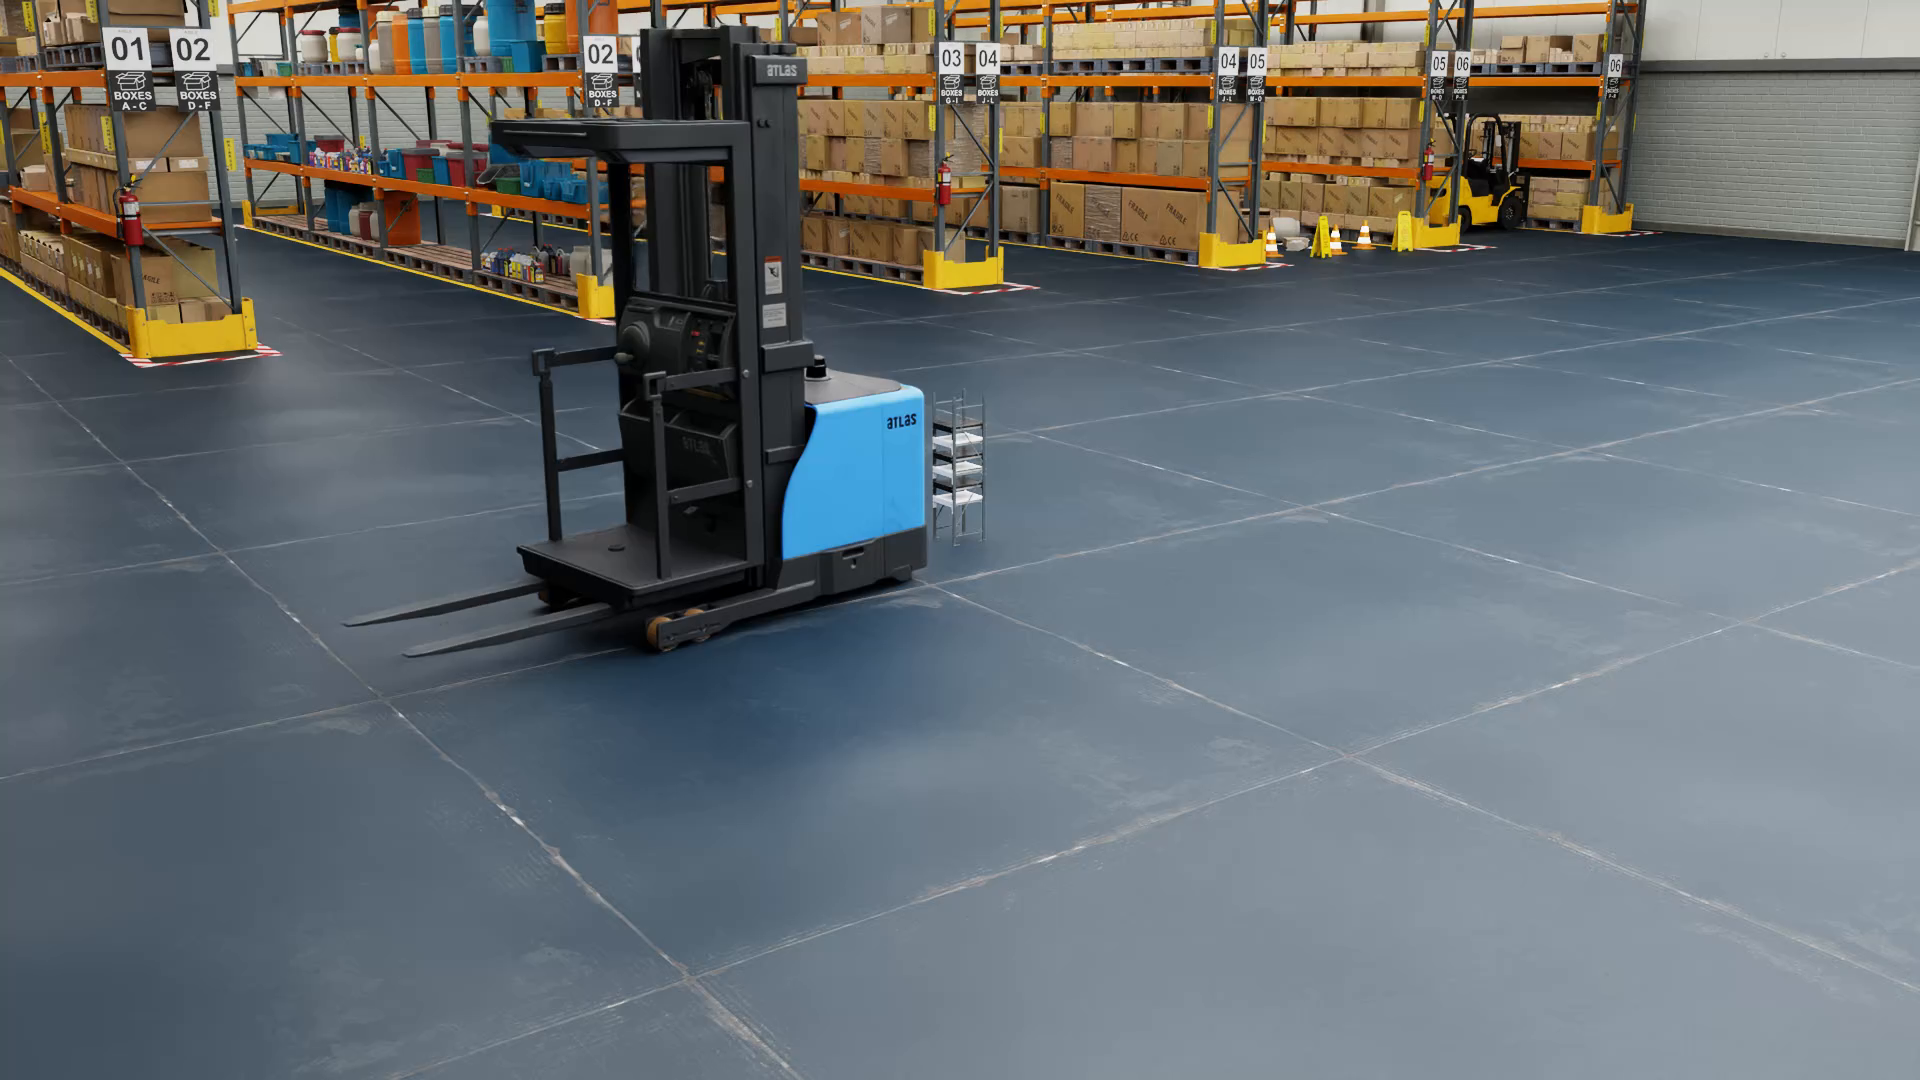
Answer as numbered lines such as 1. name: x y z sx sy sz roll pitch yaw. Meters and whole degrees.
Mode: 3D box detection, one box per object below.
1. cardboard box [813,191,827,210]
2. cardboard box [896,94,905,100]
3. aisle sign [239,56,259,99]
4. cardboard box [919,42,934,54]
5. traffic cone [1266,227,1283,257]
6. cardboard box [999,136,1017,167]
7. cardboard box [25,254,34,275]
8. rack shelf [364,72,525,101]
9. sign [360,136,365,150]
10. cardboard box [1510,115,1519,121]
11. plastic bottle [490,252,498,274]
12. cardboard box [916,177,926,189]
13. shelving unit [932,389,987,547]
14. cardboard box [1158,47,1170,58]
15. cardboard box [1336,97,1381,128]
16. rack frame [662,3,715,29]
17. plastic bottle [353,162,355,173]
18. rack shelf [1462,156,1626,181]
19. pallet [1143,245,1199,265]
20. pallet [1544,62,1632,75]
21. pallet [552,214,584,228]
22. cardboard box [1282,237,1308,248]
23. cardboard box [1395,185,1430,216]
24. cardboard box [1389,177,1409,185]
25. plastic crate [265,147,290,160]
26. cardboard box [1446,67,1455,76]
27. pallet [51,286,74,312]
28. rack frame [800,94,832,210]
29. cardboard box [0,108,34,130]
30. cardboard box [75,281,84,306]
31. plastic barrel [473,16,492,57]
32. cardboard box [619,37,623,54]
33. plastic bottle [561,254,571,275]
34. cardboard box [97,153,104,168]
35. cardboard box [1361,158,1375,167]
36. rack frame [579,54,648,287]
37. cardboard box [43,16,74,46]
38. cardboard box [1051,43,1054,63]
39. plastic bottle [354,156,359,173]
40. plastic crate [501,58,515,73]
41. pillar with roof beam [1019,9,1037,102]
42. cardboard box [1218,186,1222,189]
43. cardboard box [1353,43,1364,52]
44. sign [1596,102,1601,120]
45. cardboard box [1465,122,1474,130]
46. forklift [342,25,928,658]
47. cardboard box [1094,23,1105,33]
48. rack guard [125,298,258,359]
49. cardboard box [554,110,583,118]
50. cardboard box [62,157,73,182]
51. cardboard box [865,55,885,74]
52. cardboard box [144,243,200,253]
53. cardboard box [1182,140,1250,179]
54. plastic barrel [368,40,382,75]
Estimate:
1. cardboard box: -2.668 -7.046 34.079 0.500 0.500 0.500 -10 18 -32
2. cardboard box: -1.310 -10.617 39.873 0.380 0.149 0.250 -10 18 -33
3. aisle sign: -13.600 -8.809 31.653 0.394 0.787 0.004 -11 19 -35
4. cardboard box: -0.319 -6.515 22.046 0.380 0.149 0.250 -11 19 -35
5. traffic cone: 5.004 -4.796 26.723 0.336 0.463 0.334 -11 19 -35
6. cardboard box: 0.996 -6.766 28.926 0.500 0.500 0.500 -11 19 -35
7. cardboard box: -12.256 -3.721 22.402 0.500 0.250 0.500 -12 19 -36
8. rack shelf: -7.438 -6.550 24.006 1.077 0.370 4.000 -11 19 -35
9. sign: -10.520 -6.950 29.262 0.100 0.325 0.005 -11 19 -35
10. cardboard box: 10.838 -8.122 32.088 0.380 0.149 0.250 -11 19 -34
11. plastic bottle: -6.217 -3.721 22.314 0.152 0.276 0.135 -10 18 -33
12. cardboard box: -0.385 -4.899 22.769 0.380 0.149 0.250 -11 19 -35
13. shelving unit: -0.005 -0.436 9.964 0.258 0.900 0.210 -11 19 -35
14. cardboard box: 3.251 -7.444 25.399 0.380 0.149 0.250 -11 19 -34
15. cardboard box: 6.961 -7.427 28.884 0.700 0.500 0.500 -11 19 -35
16. rack frame: -4.607 -9.540 27.884 1.000 3.000 0.127 -11 19 -35
17. plastic bottle: -9.672 -5.982 26.628 0.097 0.201 0.097 0 15 0
18. rack shelf: 10.949 -7.327 32.528 1.077 0.370 4.000 -11 19 -35
19. pallet: 3.634 -4.500 26.116 1.003 0.211 1.213 -11 19 -35
20. pallet: 11.730 -8.806 31.055 1.003 0.211 1.213 -11 19 -35
21. pallet: -7.343 -6.330 32.803 1.003 0.211 1.213 -11 19 -35
22. cardboard box: 5.708 -5.067 28.308 0.380 0.149 0.250 -2 15 -6
23. cardboard box: 7.847 -5.934 29.068 0.500 0.500 0.500 -12 19 -36
24. cardboard box: 9.457 -7.268 34.652 0.875 0.625 0.625 -10 18 -32
25. plastic crate: -12.488 -7.085 30.482 0.416 0.233 0.300 -11 19 -35
26. cardboard box: 8.180 -7.923 28.135 0.380 0.149 0.250 -11 19 -34
27. pallet: -10.735 -3.061 20.861 1.003 0.211 1.213 -11 19 -35
28. rack frame: -2.888 -8.248 34.531 1.000 3.000 0.127 -11 19 -35
29. cardboard box: -15.024 -6.638 26.564 0.500 0.500 0.500 -10 18 -33
30. cardboard box: -9.953 -2.878 19.321 0.500 0.250 0.500 -11 19 -35
31. plastic barrel: -6.168 -6.604 21.833 0.421 0.512 0.421 0 15 0
32. cardboard box: -5.826 -8.778 29.793 0.797 0.503 0.637 -11 19 -35
33. plastic bottle: -5.255 -3.684 22.178 0.152 0.276 0.135 -10 18 -34
34. cardboard box: -9.060 -4.090 17.920 0.380 0.149 0.250 -10 18 -33
35. cardboard box: 7.172 -6.547 28.789 0.380 0.149 0.250 -10 18 -34
36. rack frame: -3.910 -4.169 19.626 1.000 3.000 0.127 -11 19 -35
37. cardboard box: -9.870 -5.665 18.519 0.500 0.311 0.500 -12 19 -38
38. cardboard box: 2.138 -10.213 35.042 0.500 0.500 0.500 -11 19 -34
39. plastic bottle: -9.614 -5.995 26.542 0.097 0.271 0.097 0 15 0
40. plastic crate: -5.554 -5.988 20.993 0.336 0.188 0.450 -11 19 -35
41. pillar with roof beam: -1.621 -13.605 42.737 9.100 9.000 0.400 -11 19 -35
42. cardboard box: 6.083 -8.337 38.795 0.500 0.500 0.500 -12 19 -37
43. cardboard box: 7.011 -8.501 28.736 0.380 0.149 0.250 -12 19 -36
44. sign: 11.678 -7.839 30.392 0.100 0.325 0.005 -11 19 -35
45. cardboard box: 10.162 -8.183 32.874 0.380 0.149 0.250 -10 18 -33
46. forklift: -1.587 -1.025 8.270 3.031 2.935 1.130 -14 21 -42
47. cardboard box: 2.356 -8.153 26.482 0.380 0.149 0.250 -11 19 -34
48. rack guard: -7.905 -2.190 17.131 1.175 0.500 0.348 -11 19 -35
49. cardboard box: -7.446 -7.990 31.886 0.500 0.500 0.500 -10 18 -33
50. cardboard box: -11.019 -4.582 20.947 0.500 0.500 0.500 -9 18 -31
51. cardboard box: -0.983 -6.593 23.083 0.500 0.250 0.500 -10 18 -33
52. cardboard box: -8.654 -2.999 18.345 0.500 0.500 0.500 -11 19 -35
53. cardboard box: 3.913 -5.831 25.413 0.875 0.550 0.550 -11 19 -35
54. plastic barrel: -8.679 -7.264 25.041 0.421 0.512 0.421 0 15 0
